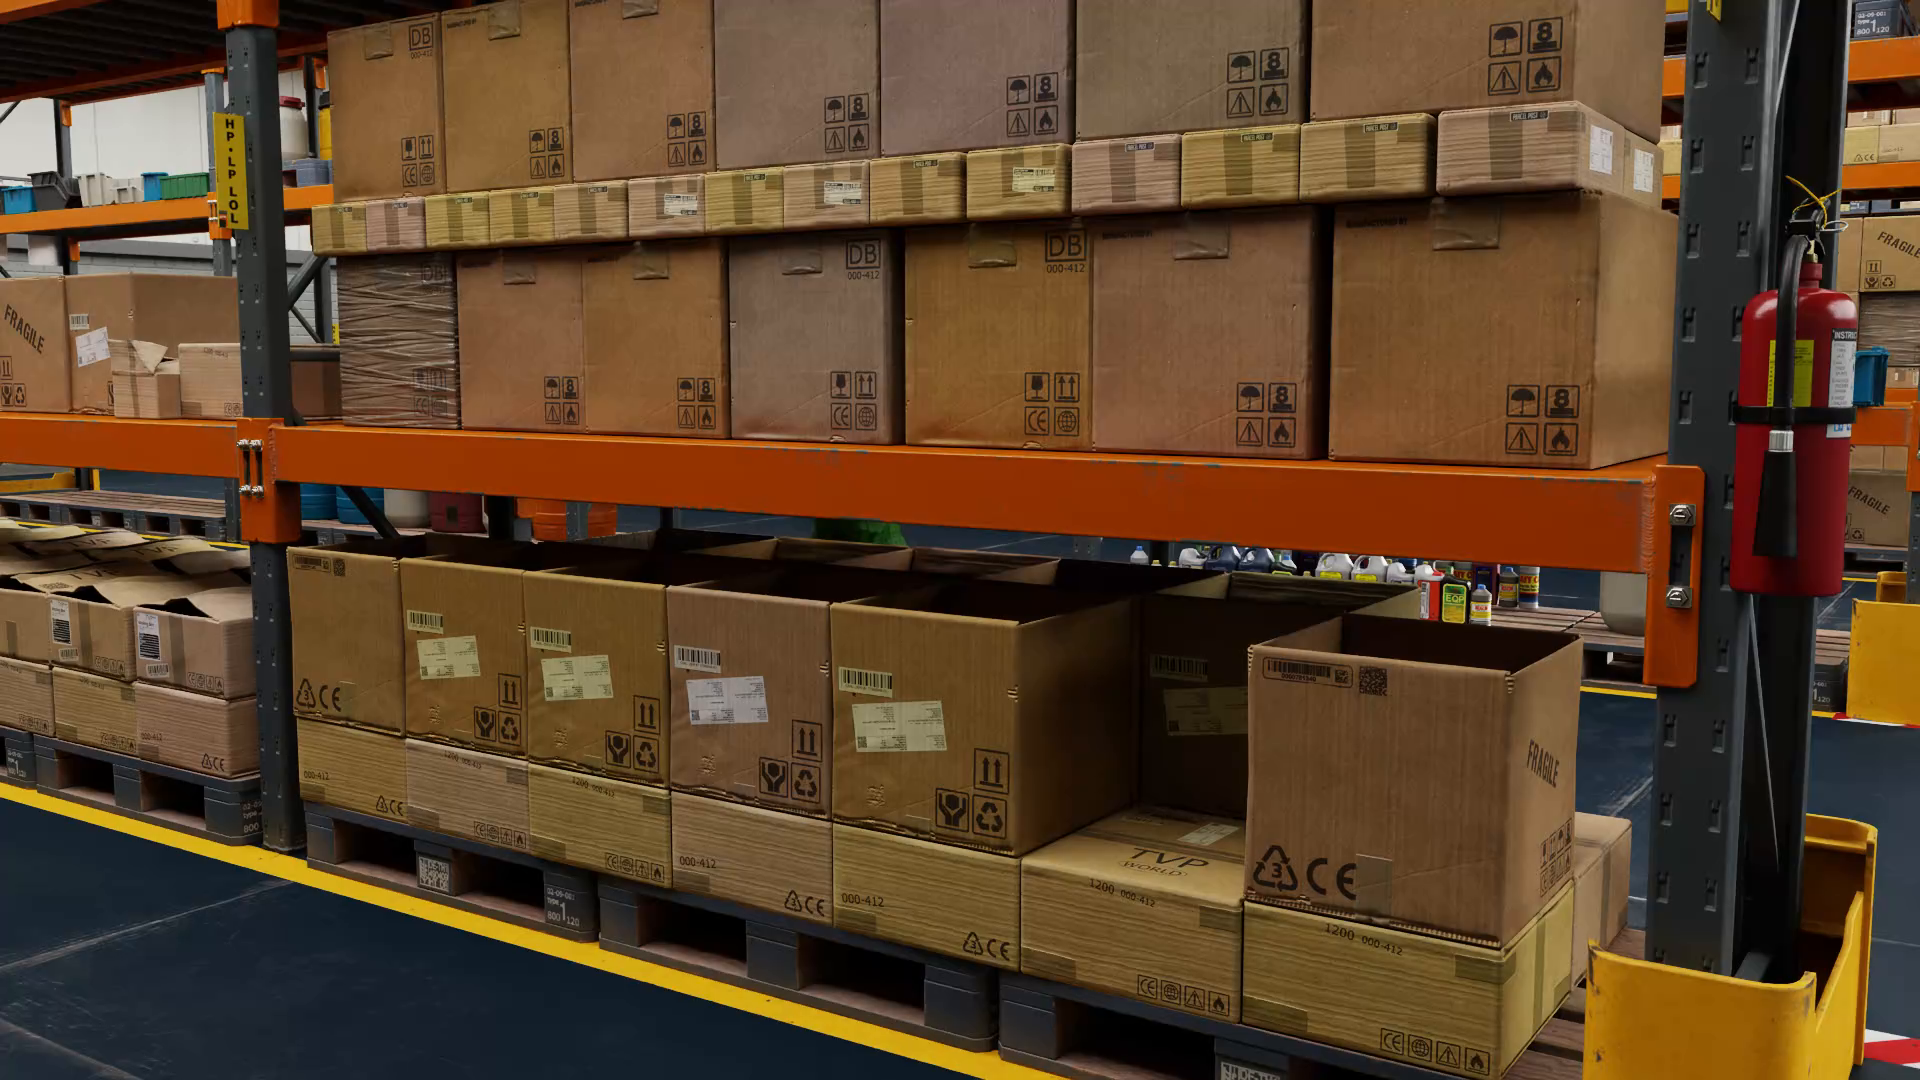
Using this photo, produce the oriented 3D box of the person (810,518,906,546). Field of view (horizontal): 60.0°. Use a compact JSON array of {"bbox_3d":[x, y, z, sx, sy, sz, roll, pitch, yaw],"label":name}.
[{"bbox_3d":[-0.392,-0.139,6.955,0.491,1.772,0.581,4,7,32],"label":"person"}]
